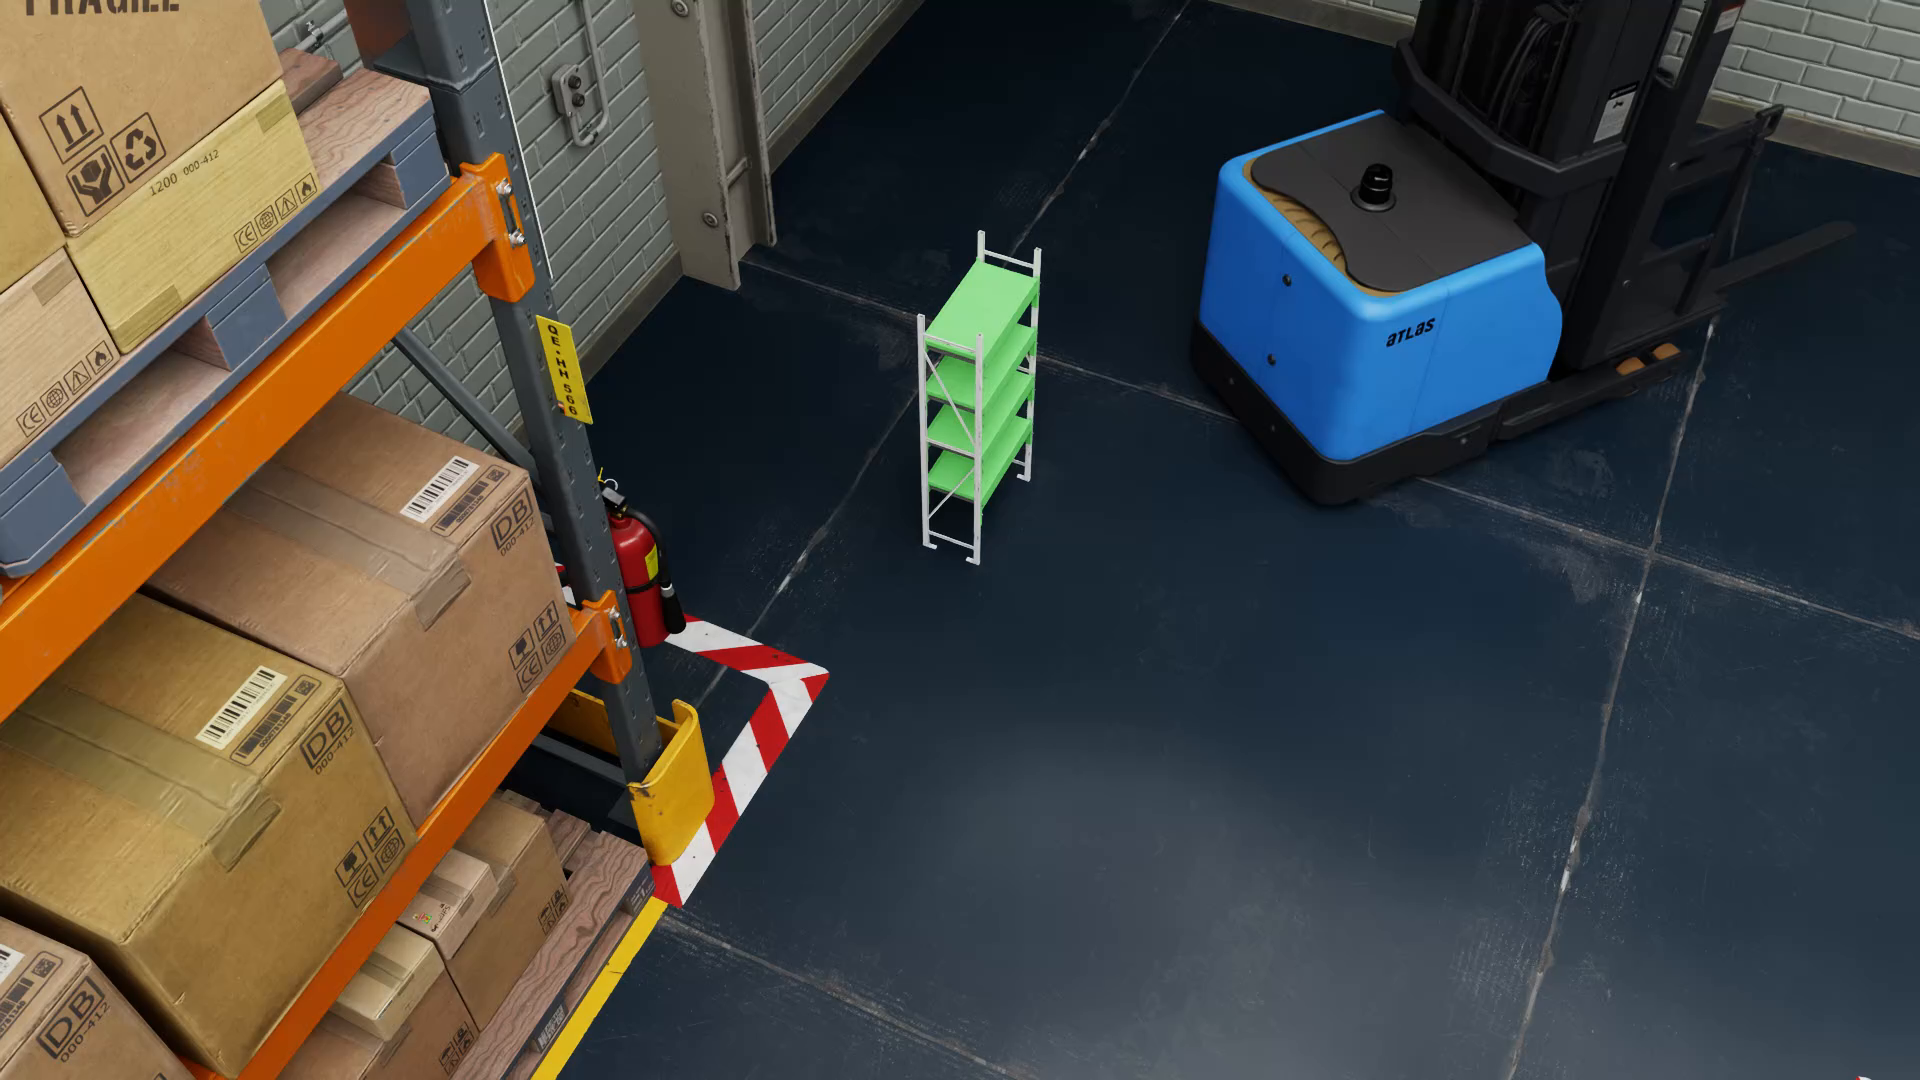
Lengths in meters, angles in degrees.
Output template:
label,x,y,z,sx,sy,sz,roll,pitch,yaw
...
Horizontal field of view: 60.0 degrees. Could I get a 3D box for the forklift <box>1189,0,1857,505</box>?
label,x,y,z,sx,sy,sz,roll,pitch,yaw
forklift,2.531,-1.899,6.256,3.031,2.935,1.130,-22,53,-17

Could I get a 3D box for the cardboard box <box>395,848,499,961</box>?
label,x,y,z,sx,sy,sz,roll,pitch,yaw
cardboard box,-1.543,0.982,4.699,0.380,0.149,0.250,19,52,16

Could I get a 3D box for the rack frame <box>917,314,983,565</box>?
label,x,y,z,sx,sy,sz,roll,pitch,yaw
rack frame,-0.034,-0.335,6.062,0.240,1.200,0.015,20,52,16

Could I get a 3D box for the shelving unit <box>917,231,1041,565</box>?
label,x,y,z,sx,sy,sz,roll,pitch,yaw
shelving unit,0.071,-0.503,6.205,0.258,1.200,0.503,20,52,16

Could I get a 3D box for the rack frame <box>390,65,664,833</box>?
label,x,y,z,sx,sy,sz,roll,pitch,yaw
rack frame,-1.444,-0.144,4.718,1.000,3.000,0.127,20,52,16

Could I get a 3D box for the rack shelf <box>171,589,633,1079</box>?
label,x,y,z,sx,sy,sz,roll,pitch,yaw
rack shelf,-2.299,1.467,3.820,1.077,0.370,4.000,20,52,16

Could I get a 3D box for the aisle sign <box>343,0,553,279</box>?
label,x,y,z,sx,sy,sz,roll,pitch,yaw
aisle sign,-1.142,-0.938,3.687,0.394,0.787,0.004,20,52,16

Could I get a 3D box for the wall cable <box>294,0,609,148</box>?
label,x,y,z,sx,sy,sz,roll,pitch,yaw
wall cable,-1.752,-1.662,5.343,0.084,1.984,1.851,20,52,16

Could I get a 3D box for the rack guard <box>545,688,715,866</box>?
label,x,y,z,sx,sy,sz,roll,pitch,yaw
rack guard,-1.434,0.650,5.684,1.175,0.500,0.348,20,52,16

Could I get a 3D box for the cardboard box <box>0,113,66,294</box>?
label,x,y,z,sx,sy,sz,roll,pitch,yaw
cardboard box,-1.734,-0.545,2.354,0.500,0.500,0.500,21,53,17

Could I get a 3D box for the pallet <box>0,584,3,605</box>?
label,x,y,z,sx,sy,sz,roll,pitch,yaw
pallet,-2.272,0.270,2.454,1.003,0.211,1.213,20,52,16

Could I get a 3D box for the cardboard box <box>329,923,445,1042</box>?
label,x,y,z,sx,sy,sz,roll,pitch,yaw
cardboard box,-1.651,1.159,4.549,0.380,0.149,0.250,21,53,17

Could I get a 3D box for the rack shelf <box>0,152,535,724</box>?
label,x,y,z,sx,sy,sz,roll,pitch,yaw
rack shelf,-2.299,0.495,2.677,1.077,0.370,4.000,20,52,16

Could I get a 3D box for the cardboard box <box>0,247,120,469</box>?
label,x,y,z,sx,sy,sz,roll,pitch,yaw
cardboard box,-1.738,-0.286,2.627,0.500,0.250,0.500,18,52,15

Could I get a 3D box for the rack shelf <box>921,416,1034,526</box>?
label,x,y,z,sx,sy,sz,roll,pitch,yaw
rack shelf,0.071,-0.306,6.437,0.258,0.148,0.480,20,52,16

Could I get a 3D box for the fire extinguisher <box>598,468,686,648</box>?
label,x,y,z,sx,sy,sz,roll,pitch,yaw
fire extinguisher,-0.962,0.049,4.850,0.296,0.674,0.183,20,52,16

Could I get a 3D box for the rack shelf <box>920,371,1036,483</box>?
label,x,y,z,sx,sy,sz,roll,pitch,yaw
rack shelf,0.071,-0.461,6.254,0.258,0.148,0.480,20,52,16

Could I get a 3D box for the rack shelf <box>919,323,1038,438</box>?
label,x,y,z,sx,sy,sz,roll,pitch,yaw
rack shelf,0.071,-0.617,6.071,0.258,0.148,0.480,20,52,16

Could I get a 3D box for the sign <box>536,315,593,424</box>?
label,x,y,z,sx,sy,sz,roll,pitch,yaw
sign,-0.959,-0.409,4.028,0.100,0.325,0.005,20,52,16

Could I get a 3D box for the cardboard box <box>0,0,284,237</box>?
label,x,y,z,sx,sy,sz,roll,pitch,yaw
cardboard box,-1.510,-0.886,2.644,0.500,0.500,0.500,20,52,16

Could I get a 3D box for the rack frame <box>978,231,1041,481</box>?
label,x,y,z,sx,sy,sz,roll,pitch,yaw
rack frame,0.175,-0.671,6.348,0.240,1.200,0.015,20,52,16

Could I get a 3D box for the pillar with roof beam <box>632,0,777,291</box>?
label,x,y,z,sx,sy,sz,roll,pitch,yaw
pillar with roof beam,2.820,-2.828,3.063,9.100,9.000,0.400,20,52,16

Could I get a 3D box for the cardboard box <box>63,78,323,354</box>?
label,x,y,z,sx,sy,sz,roll,pitch,yaw
cardboard box,-1.517,-0.645,2.932,0.500,0.250,0.500,21,53,17

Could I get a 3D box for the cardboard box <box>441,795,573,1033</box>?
label,x,y,z,sx,sy,sz,roll,pitch,yaw
cardboard box,-1.653,1.045,5.072,0.700,0.500,0.500,20,52,16

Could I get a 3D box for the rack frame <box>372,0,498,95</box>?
label,x,y,z,sx,sy,sz,roll,pitch,yaw
rack frame,-1.444,-2.088,2.433,1.000,3.000,0.127,20,52,16

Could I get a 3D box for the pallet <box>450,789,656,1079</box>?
label,x,y,z,sx,sy,sz,roll,pitch,yaw
pallet,-1.715,1.336,5.290,1.003,0.211,1.213,20,52,16

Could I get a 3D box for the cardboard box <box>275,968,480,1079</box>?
label,x,y,z,sx,sy,sz,roll,pitch,yaw
cardboard box,-1.867,1.390,4.779,0.700,0.500,0.500,20,52,16

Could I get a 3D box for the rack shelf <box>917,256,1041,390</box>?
label,x,y,z,sx,sy,sz,roll,pitch,yaw
rack shelf,0.071,-0.772,5.888,0.258,0.148,0.480,20,52,16

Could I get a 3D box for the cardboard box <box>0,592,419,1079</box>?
label,x,y,z,sx,sy,sz,roll,pitch,yaw
cardboard box,-1.954,0.618,3.873,0.980,0.700,0.700,19,52,16

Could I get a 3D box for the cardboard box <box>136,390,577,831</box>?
label,x,y,z,sx,sy,sz,roll,pitch,yaw
cardboard box,-1.653,0.114,4.302,0.980,0.700,0.700,22,53,18

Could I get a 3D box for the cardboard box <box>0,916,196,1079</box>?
label,x,y,z,sx,sy,sz,roll,pitch,yaw
cardboard box,-2.288,1.140,3.428,0.980,0.700,0.700,18,52,14

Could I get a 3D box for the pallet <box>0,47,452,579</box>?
label,x,y,z,sx,sy,sz,roll,pitch,yaw
pallet,-1.752,-0.573,3.172,1.003,0.211,1.213,20,52,16
